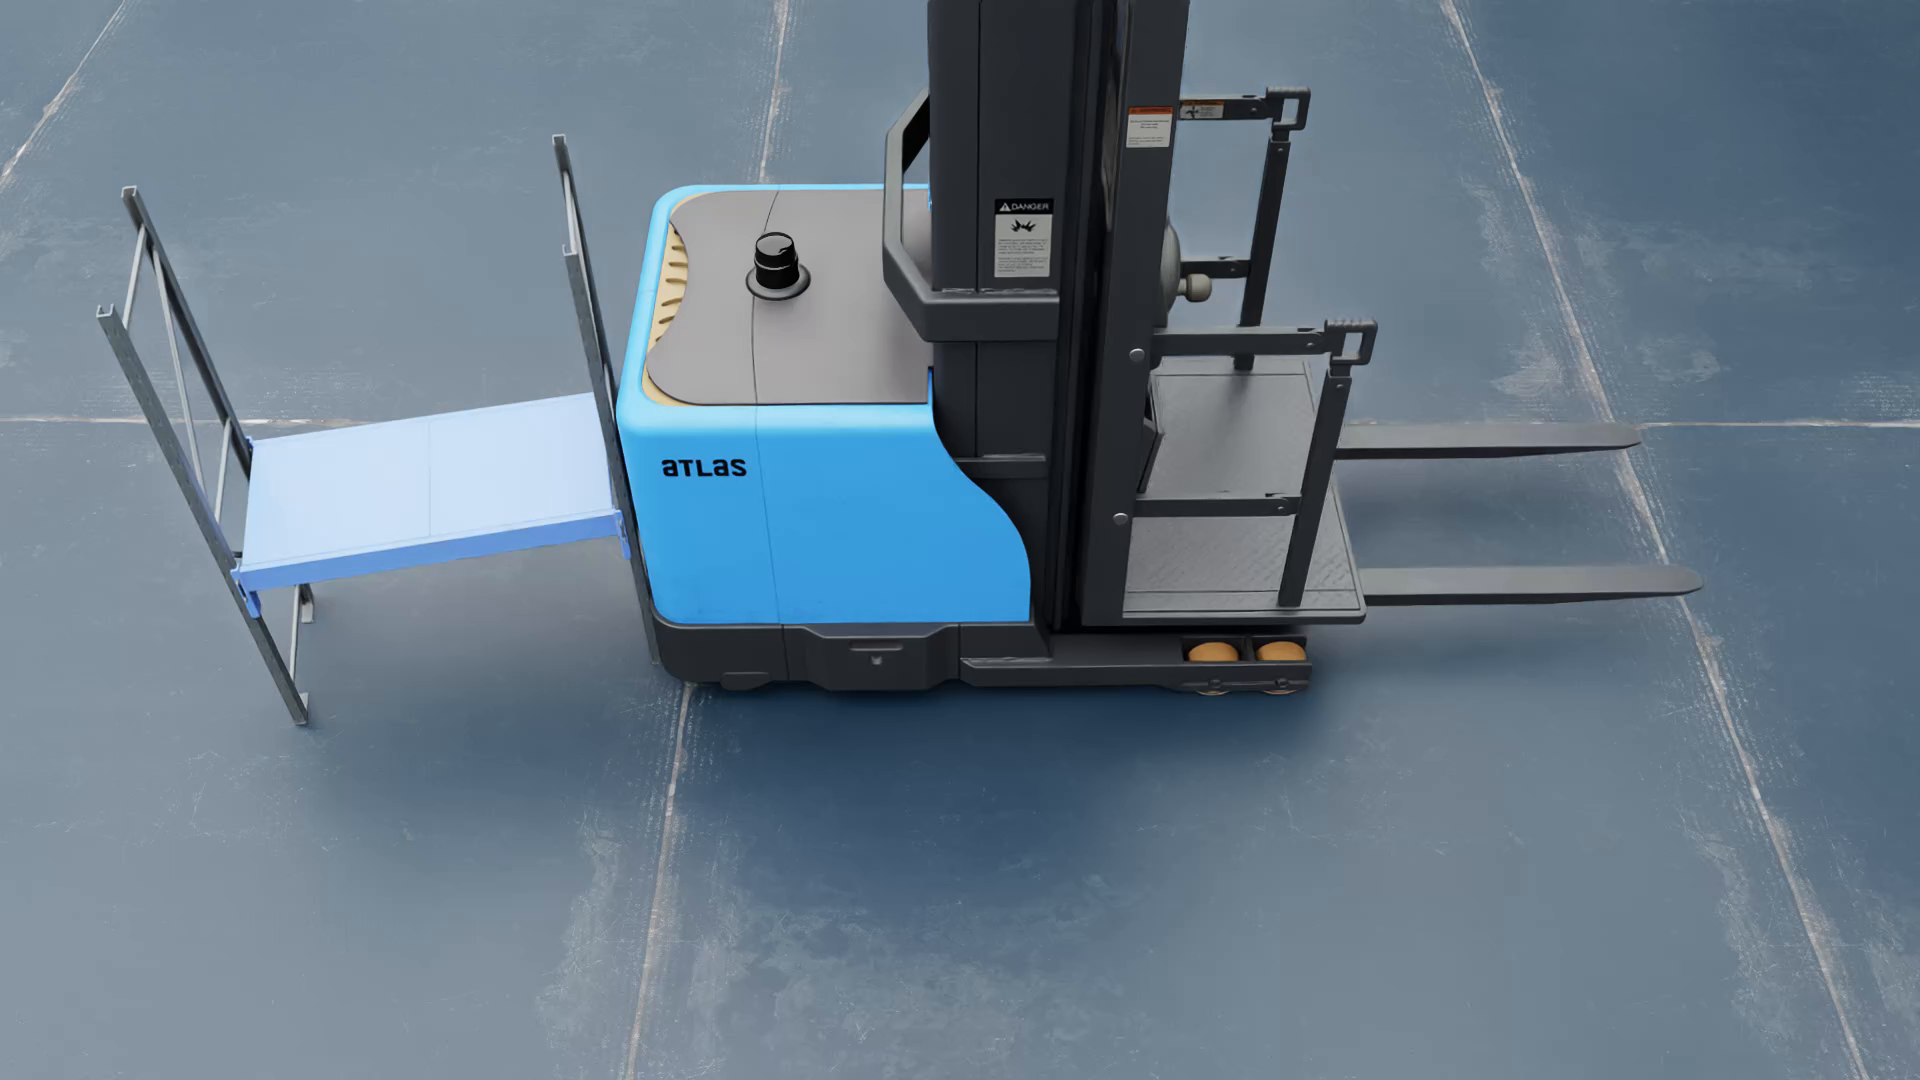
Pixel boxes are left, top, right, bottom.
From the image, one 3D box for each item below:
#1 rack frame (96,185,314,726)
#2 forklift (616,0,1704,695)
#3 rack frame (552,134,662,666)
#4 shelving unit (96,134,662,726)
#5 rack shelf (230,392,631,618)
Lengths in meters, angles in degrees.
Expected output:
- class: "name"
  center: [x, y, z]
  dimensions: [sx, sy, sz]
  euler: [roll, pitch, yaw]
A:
- class: "rack frame"
  center: [-1.939, -0.160, 4.374]
  dimensions: [0.032, 1.500, 0.500]
  euler: [-9, 48, -8]
- class: "forklift"
  center: [0.638, -0.939, 4.122]
  dimensions: [3.031, 2.935, 1.130]
  euler: [-1, 47, -1]
- class: "rack frame"
  center: [-0.946, -0.320, 4.524]
  dimensions: [0.032, 1.500, 0.500]
  euler: [-9, 48, -8]
- class: "shelving unit"
  center: [-1.442, -0.240, 4.449]
  dimensions: [1.048, 1.500, 0.538]
  euler: [-9, 48, -8]
- class: "rack shelf"
  center: [-1.442, -0.118, 4.581]
  dimensions: [1.000, 0.185, 0.538]
  euler: [-9, 48, -8]
